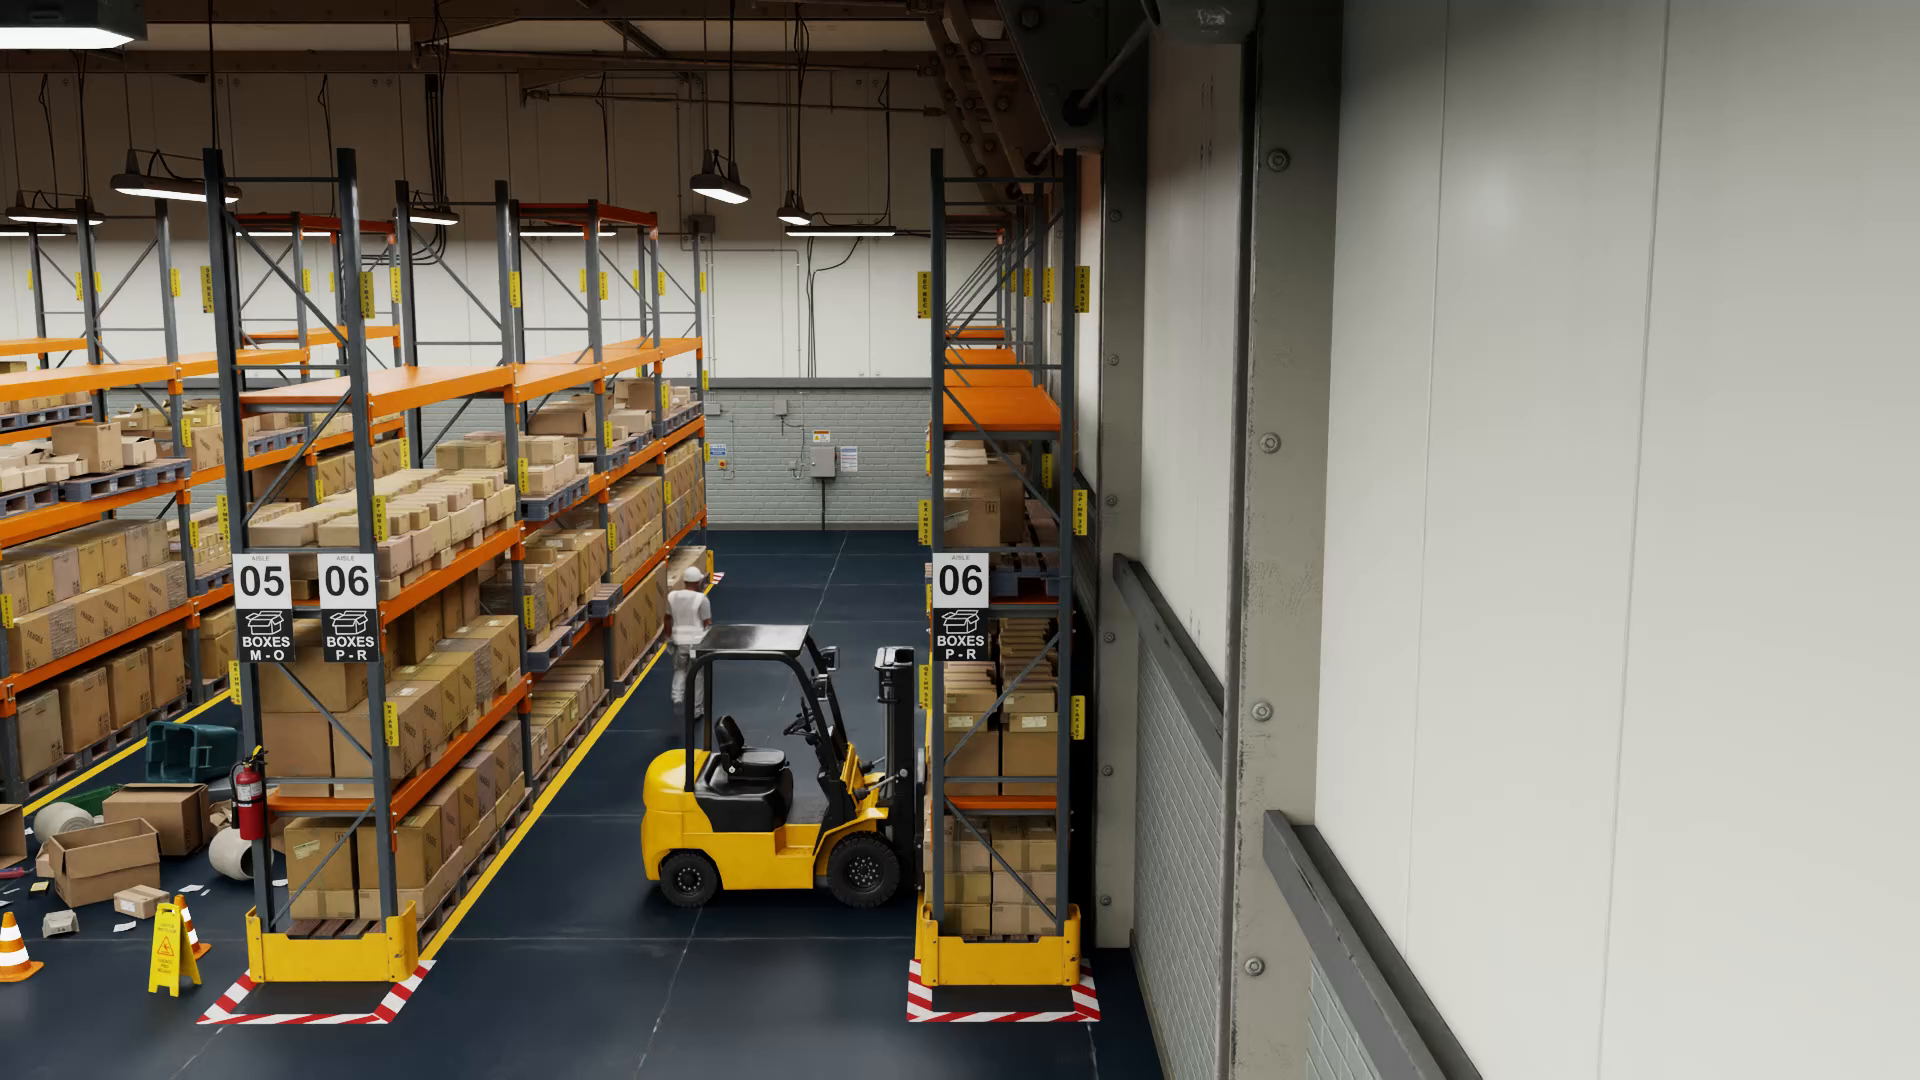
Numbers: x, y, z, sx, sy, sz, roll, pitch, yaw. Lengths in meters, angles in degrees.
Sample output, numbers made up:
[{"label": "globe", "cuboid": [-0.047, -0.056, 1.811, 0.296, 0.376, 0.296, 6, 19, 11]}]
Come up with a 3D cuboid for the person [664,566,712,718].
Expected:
[{"label": "person", "cuboid": [-3.135, 1.199, 19.288, 0.617, 1.773, 0.541, 0, 9, 2]}]
